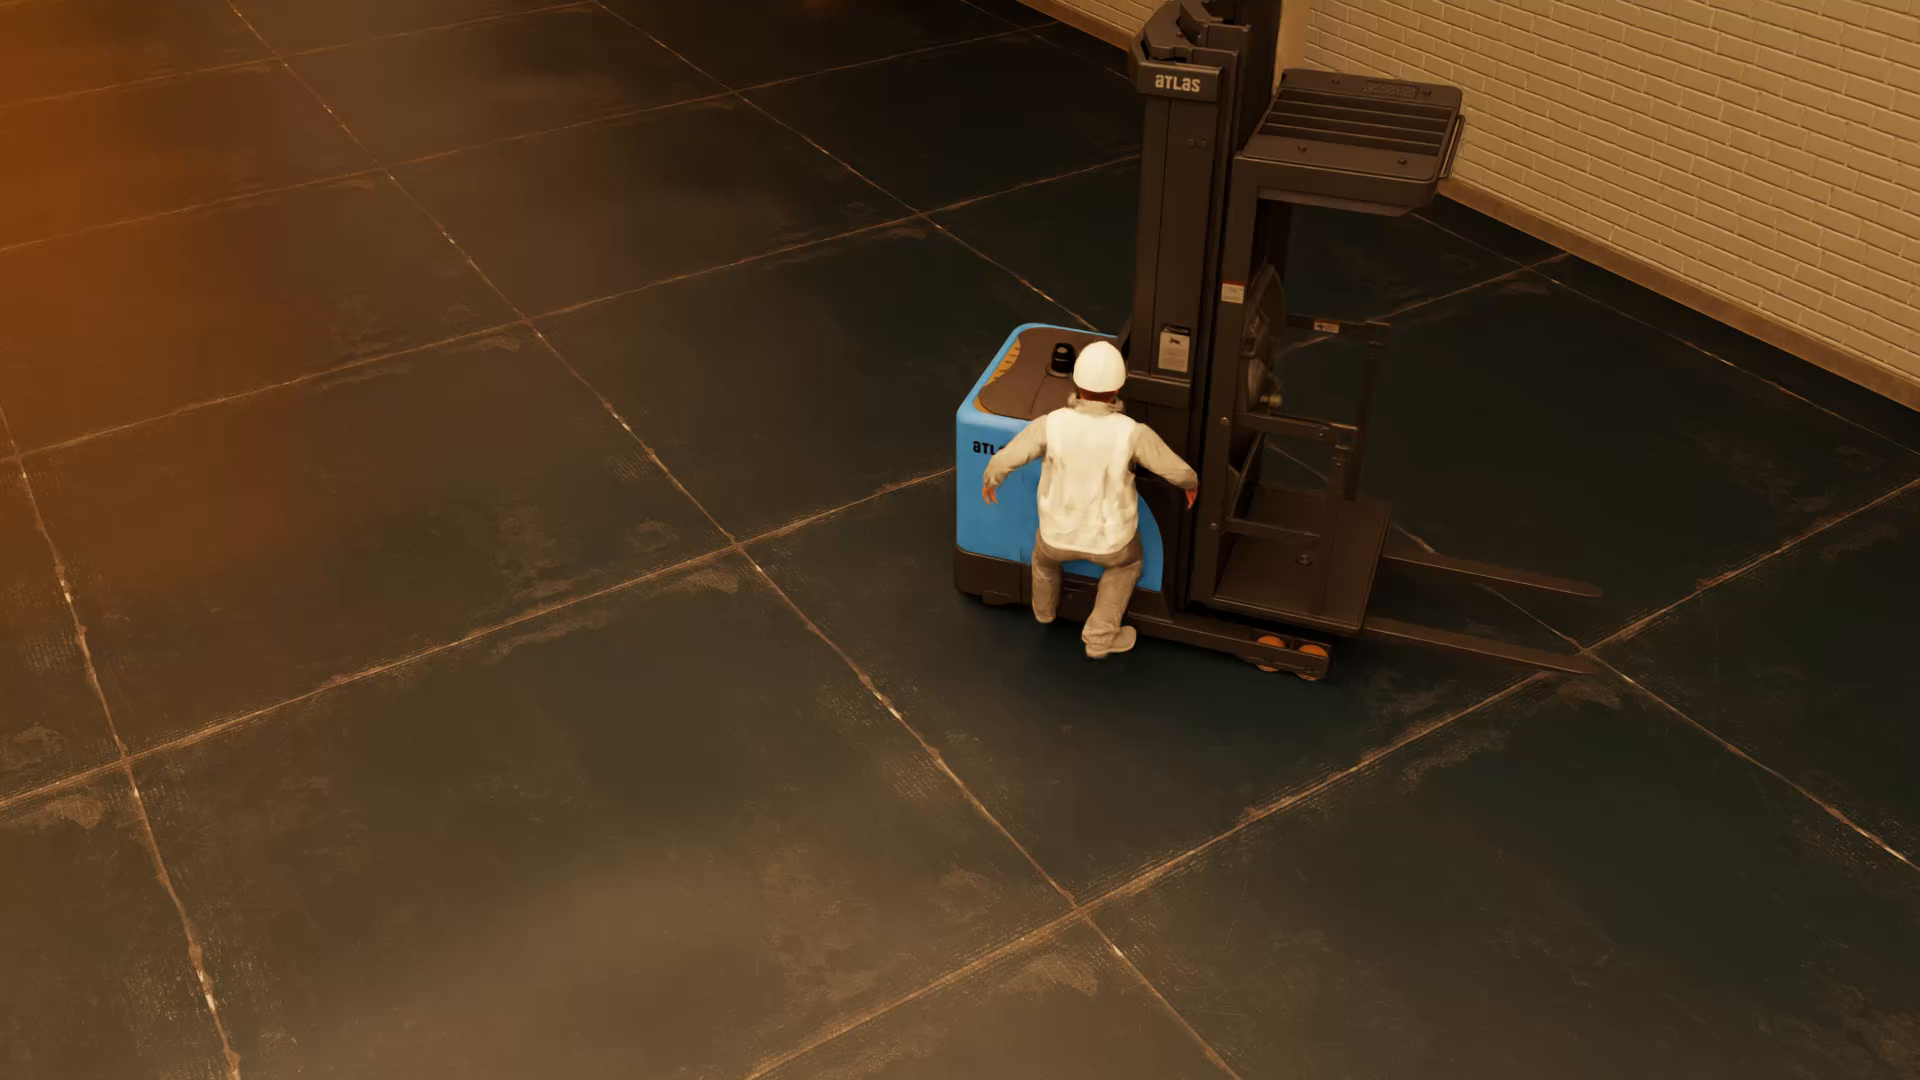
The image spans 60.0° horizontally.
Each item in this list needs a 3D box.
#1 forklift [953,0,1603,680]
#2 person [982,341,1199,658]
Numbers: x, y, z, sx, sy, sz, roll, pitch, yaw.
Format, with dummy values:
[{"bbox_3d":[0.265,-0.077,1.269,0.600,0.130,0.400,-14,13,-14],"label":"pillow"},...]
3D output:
[{"bbox_3d":[1.541,-0.890,7.414,3.031,2.935,1.130,12,37,16],"label":"forklift"},{"bbox_3d":[0.599,-0.196,7.514,0.948,1.696,0.764,9,36,12],"label":"person"}]
